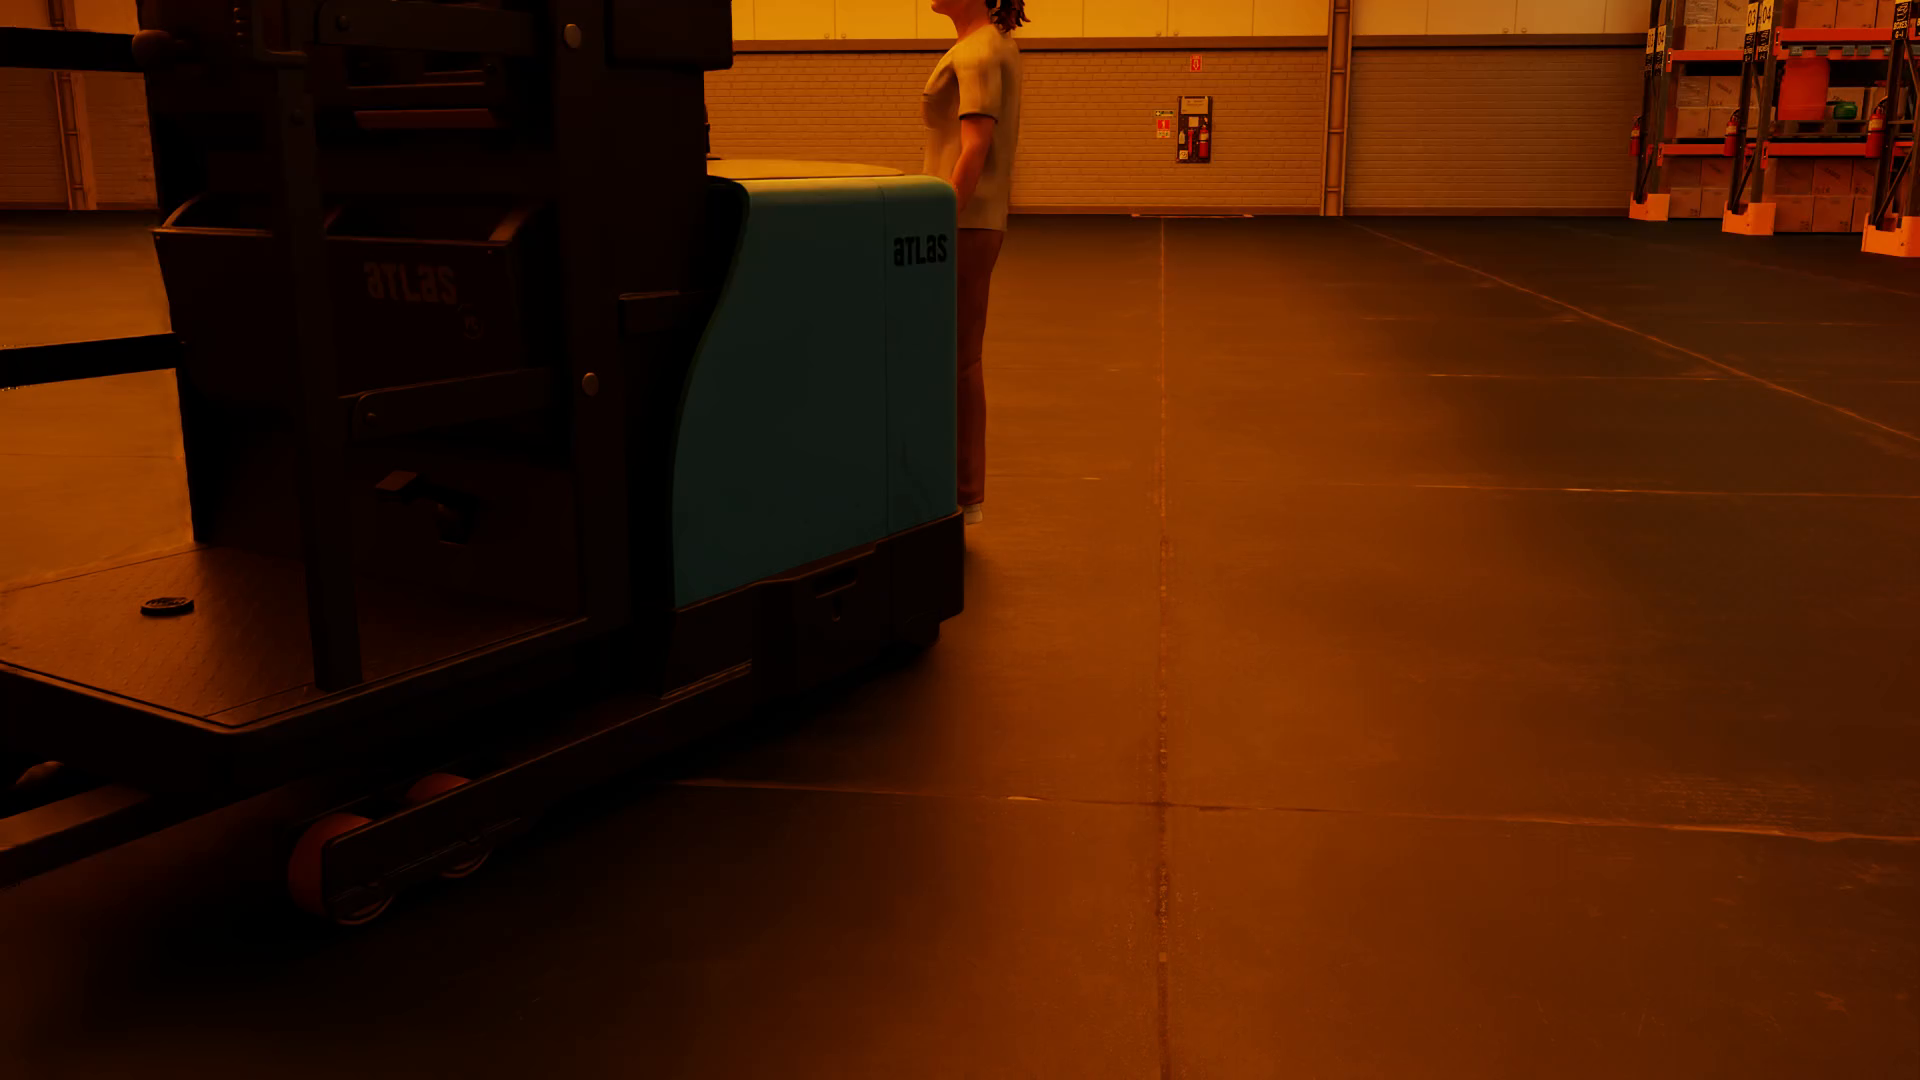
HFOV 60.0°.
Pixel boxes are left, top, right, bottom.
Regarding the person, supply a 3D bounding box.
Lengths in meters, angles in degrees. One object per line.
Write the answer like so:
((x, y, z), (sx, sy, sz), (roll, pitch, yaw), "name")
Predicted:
((-0.071, -0.866, 4.764), (0.549, 1.676, 0.553), (2, 13, 7), "person")

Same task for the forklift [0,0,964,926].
((-1.194, -0.971, 2.665), (1.130, 2.935, 3.031), (8, 15, 31), "forklift")
